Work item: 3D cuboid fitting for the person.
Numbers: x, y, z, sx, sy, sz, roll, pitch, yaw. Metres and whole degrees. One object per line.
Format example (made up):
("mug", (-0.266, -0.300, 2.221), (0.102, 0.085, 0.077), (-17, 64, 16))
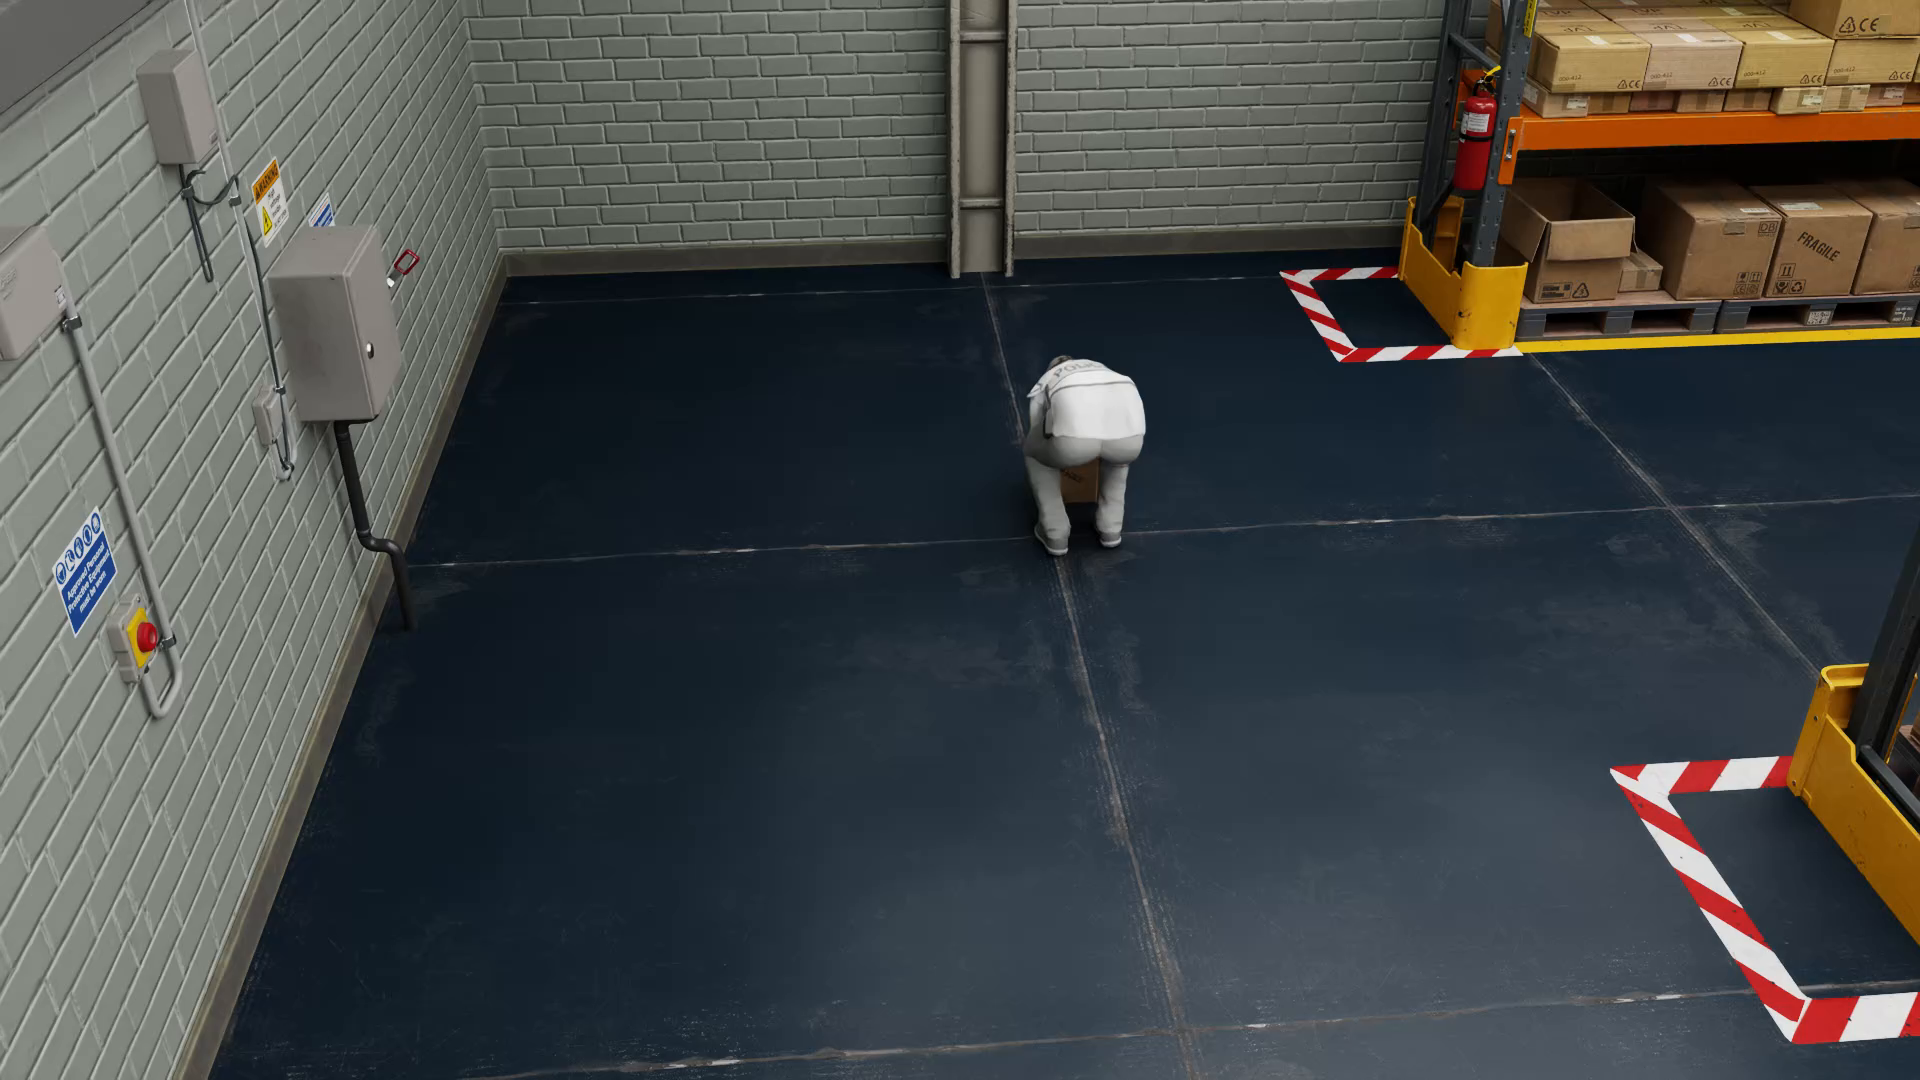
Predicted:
("person", (0.543, -0.442, 7.623), (0.514, 0.874, 0.938), (-4, 32, -7))
